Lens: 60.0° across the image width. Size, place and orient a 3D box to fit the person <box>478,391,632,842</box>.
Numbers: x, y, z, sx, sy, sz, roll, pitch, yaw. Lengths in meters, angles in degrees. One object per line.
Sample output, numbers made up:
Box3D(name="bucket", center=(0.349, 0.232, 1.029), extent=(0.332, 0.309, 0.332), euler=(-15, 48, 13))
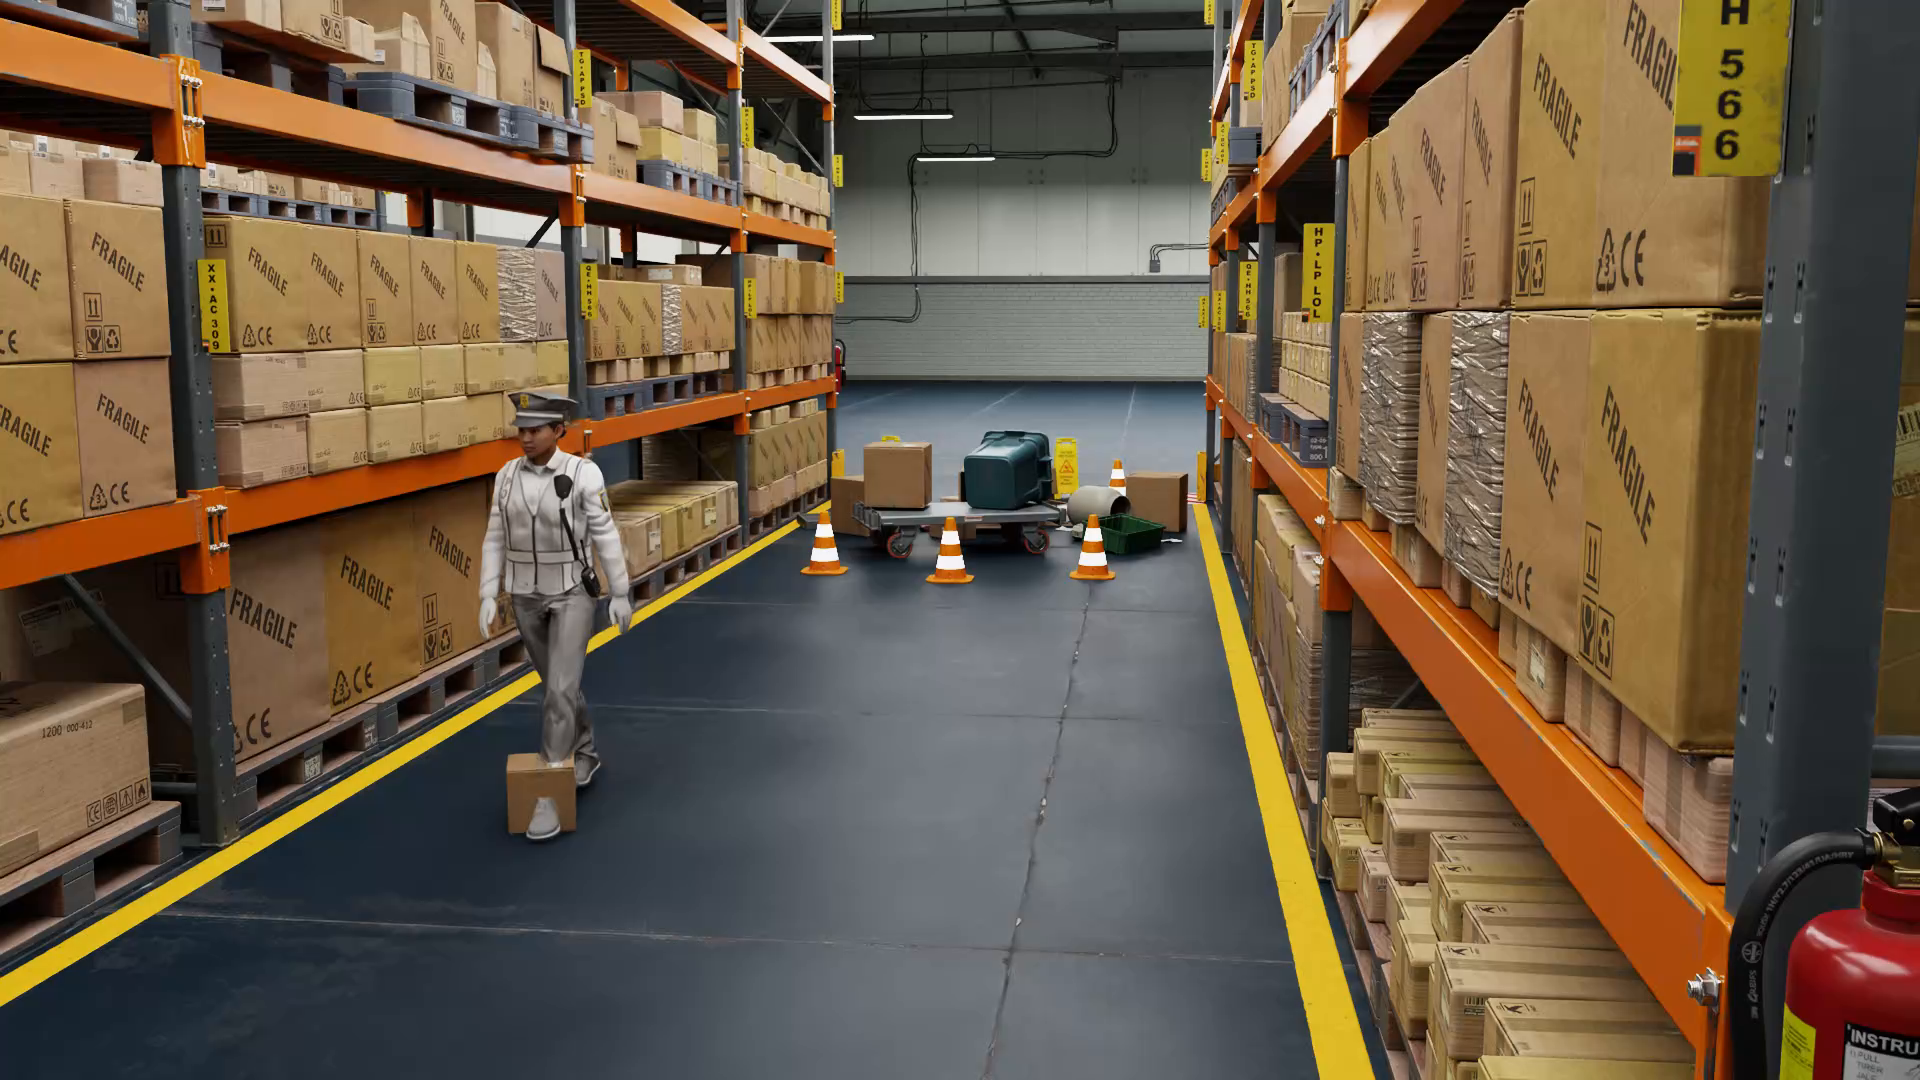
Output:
Box3D(name="person", center=(-1.621, 0.241, 6.484), extent=(0.549, 1.640, 0.880), euler=(2, 8, 13))
